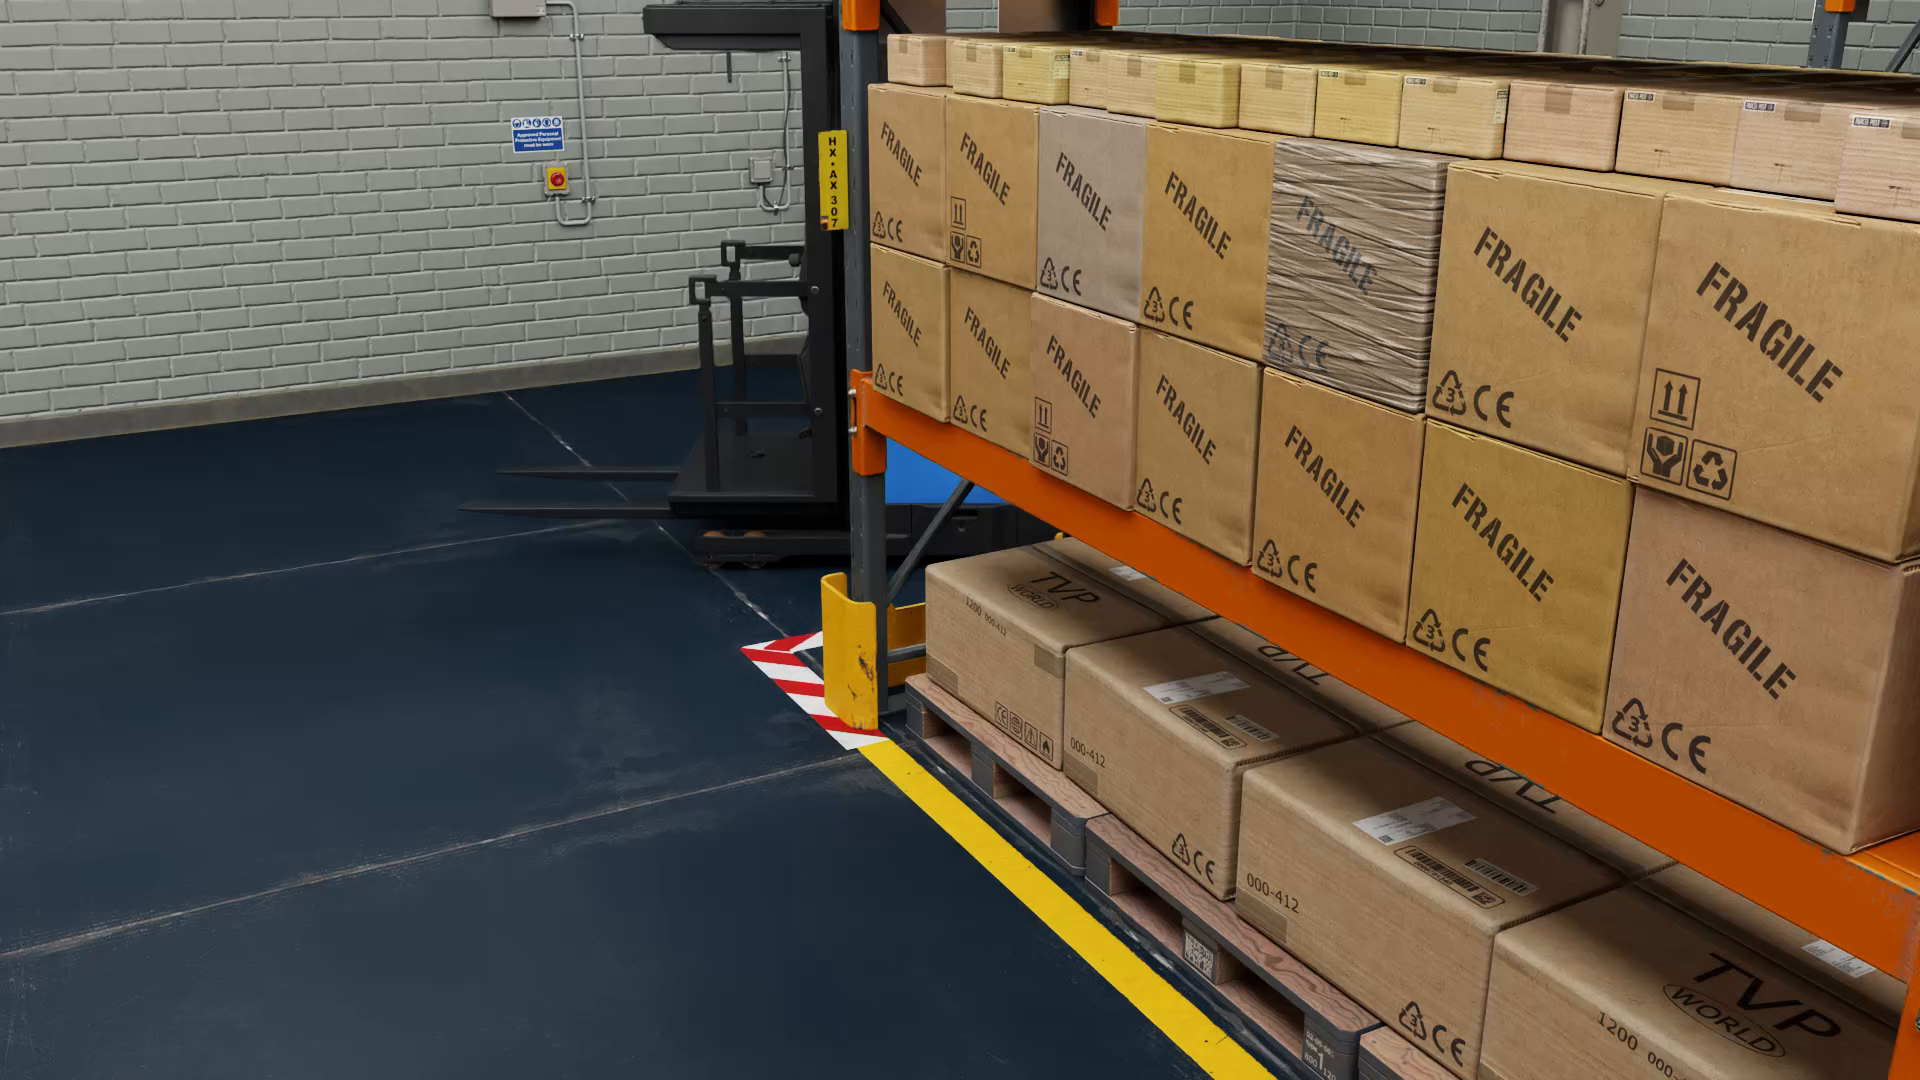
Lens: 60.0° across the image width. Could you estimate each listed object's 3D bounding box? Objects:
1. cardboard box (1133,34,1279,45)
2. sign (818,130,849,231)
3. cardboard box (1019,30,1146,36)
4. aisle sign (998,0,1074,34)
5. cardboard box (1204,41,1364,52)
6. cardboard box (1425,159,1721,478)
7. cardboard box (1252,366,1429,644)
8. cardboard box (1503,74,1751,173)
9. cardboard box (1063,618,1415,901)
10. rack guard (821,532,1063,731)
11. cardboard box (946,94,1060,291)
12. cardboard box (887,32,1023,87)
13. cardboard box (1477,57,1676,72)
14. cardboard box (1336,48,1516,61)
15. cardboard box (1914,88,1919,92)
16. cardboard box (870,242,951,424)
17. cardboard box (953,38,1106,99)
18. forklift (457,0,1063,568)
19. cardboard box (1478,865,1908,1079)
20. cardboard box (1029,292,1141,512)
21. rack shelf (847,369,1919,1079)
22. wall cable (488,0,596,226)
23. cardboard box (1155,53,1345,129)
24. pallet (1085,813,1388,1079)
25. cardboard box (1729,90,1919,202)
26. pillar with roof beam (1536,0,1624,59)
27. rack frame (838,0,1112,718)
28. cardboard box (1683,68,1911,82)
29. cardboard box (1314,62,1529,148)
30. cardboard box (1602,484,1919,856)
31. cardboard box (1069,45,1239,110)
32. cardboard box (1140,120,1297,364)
[{"bbox_3d":[0.753,-1.467,5.103,0.380,0.149,0.250,-10,22,-27],"label":"cardboard box"},{"bbox_3d":[-0.423,-1.205,5.576,0.100,0.325,0.005,-10,21,-27],"label":"sign"},{"bbox_3d":[0.415,-1.597,5.480,0.380,0.149,0.250,-10,21,-26],"label":"cardboard box"},{"bbox_3d":[0.307,-2.140,5.749,0.394,0.787,0.004,-10,21,-27],"label":"aisle sign"},{"bbox_3d":[0.898,-1.302,4.626,0.380,0.149,0.250,-10,22,-27],"label":"cardboard box"},{"bbox_3d":[1.266,-0.454,3.162,0.500,0.500,0.500,-10,22,-27],"label":"cardboard box"},{"bbox_3d":[1.021,-0.124,3.739,0.500,0.500,0.500,-10,22,-27],"label":"cardboard box"},{"bbox_3d":[1.265,-0.795,3.157,0.380,0.149,0.250,-10,21,-27],"label":"cardboard box"},{"bbox_3d":[0.911,0.606,5.062,0.875,0.438,0.875,-9,21,-25],"label":"cardboard box"},{"bbox_3d":[0.057,0.332,6.402,1.175,0.500,0.348,-10,21,-27],"label":"rack guard"},{"bbox_3d":[0.297,-1.033,4.841,0.500,0.500,0.500,-11,22,-28],"label":"cardboard box"},{"bbox_3d":[-0.007,-1.524,5.270,0.380,0.149,0.250,-9,21,-26],"label":"cardboard box"},{"bbox_3d":[1.395,-1.010,3.781,0.380,0.149,0.250,-10,21,-27],"label":"cardboard box"},{"bbox_3d":[1.177,-1.161,4.217,0.380,0.149,0.250,-9,21,-25],"label":"cardboard box"},{"bbox_3d":[1.910,-0.723,2.946,0.380,0.149,0.250,-10,21,-26],"label":"cardboard box"},{"bbox_3d":[0.043,-0.707,5.430,0.500,0.500,0.500,-10,21,-27],"label":"cardboard box"},{"bbox_3d":[0.202,-1.368,4.816,0.380,0.149,0.250,-9,21,-25],"label":"cardboard box"},{"bbox_3d":[-0.867,-1.428,7.778,3.031,2.935,1.130,0,19,0],"label":"forklift"},{"bbox_3d":[1.764,1.122,3.567,0.875,0.438,0.875,-10,22,-27],"label":"cardboard box"},{"bbox_3d":[0.534,-0.418,4.590,0.500,0.500,0.500,-10,21,-27],"label":"cardboard box"},{"bbox_3d":[1.018,0.072,4.428,1.077,0.370,4.000,-10,21,-27],"label":"rack shelf"},{"bbox_3d":[-2.630,-2.953,10.484,0.585,1.953,0.123,-10,21,-27],"label":"wall cable"},{"bbox_3d":[0.692,-1.073,3.960,0.380,0.149,0.250,-11,22,-28],"label":"cardboard box"},{"bbox_3d":[1.092,1.043,4.785,1.003,0.211,1.213,-10,21,-27],"label":"pallet"},{"bbox_3d":[1.511,-0.652,2.743,0.380,0.149,0.250,-9,21,-25],"label":"cardboard box"},{"bbox_3d":[0.159,-4.695,7.942,9.100,9.000,0.400,-10,21,-27],"label":"pillar with roof beam"},{"bbox_3d":[0.068,-0.842,5.974,1.000,3.000,0.127,-10,21,-27],"label":"rack frame"},{"bbox_3d":[1.687,-0.870,3.375,0.380,0.149,0.250,-10,21,-27],"label":"cardboard box"},{"bbox_3d":[0.990,-0.937,3.567,0.380,0.149,0.250,-10,22,-28],"label":"cardboard box"},{"bbox_3d":[1.522,0.165,2.901,0.500,0.500,0.500,-10,21,-26],"label":"cardboard box"},{"bbox_3d":[0.514,-1.228,4.410,0.380,0.149,0.250,-10,21,-26],"label":"cardboard box"},{"bbox_3d":[0.786,-0.744,4.002,0.500,0.500,0.500,-10,21,-26],"label":"cardboard box"}]
